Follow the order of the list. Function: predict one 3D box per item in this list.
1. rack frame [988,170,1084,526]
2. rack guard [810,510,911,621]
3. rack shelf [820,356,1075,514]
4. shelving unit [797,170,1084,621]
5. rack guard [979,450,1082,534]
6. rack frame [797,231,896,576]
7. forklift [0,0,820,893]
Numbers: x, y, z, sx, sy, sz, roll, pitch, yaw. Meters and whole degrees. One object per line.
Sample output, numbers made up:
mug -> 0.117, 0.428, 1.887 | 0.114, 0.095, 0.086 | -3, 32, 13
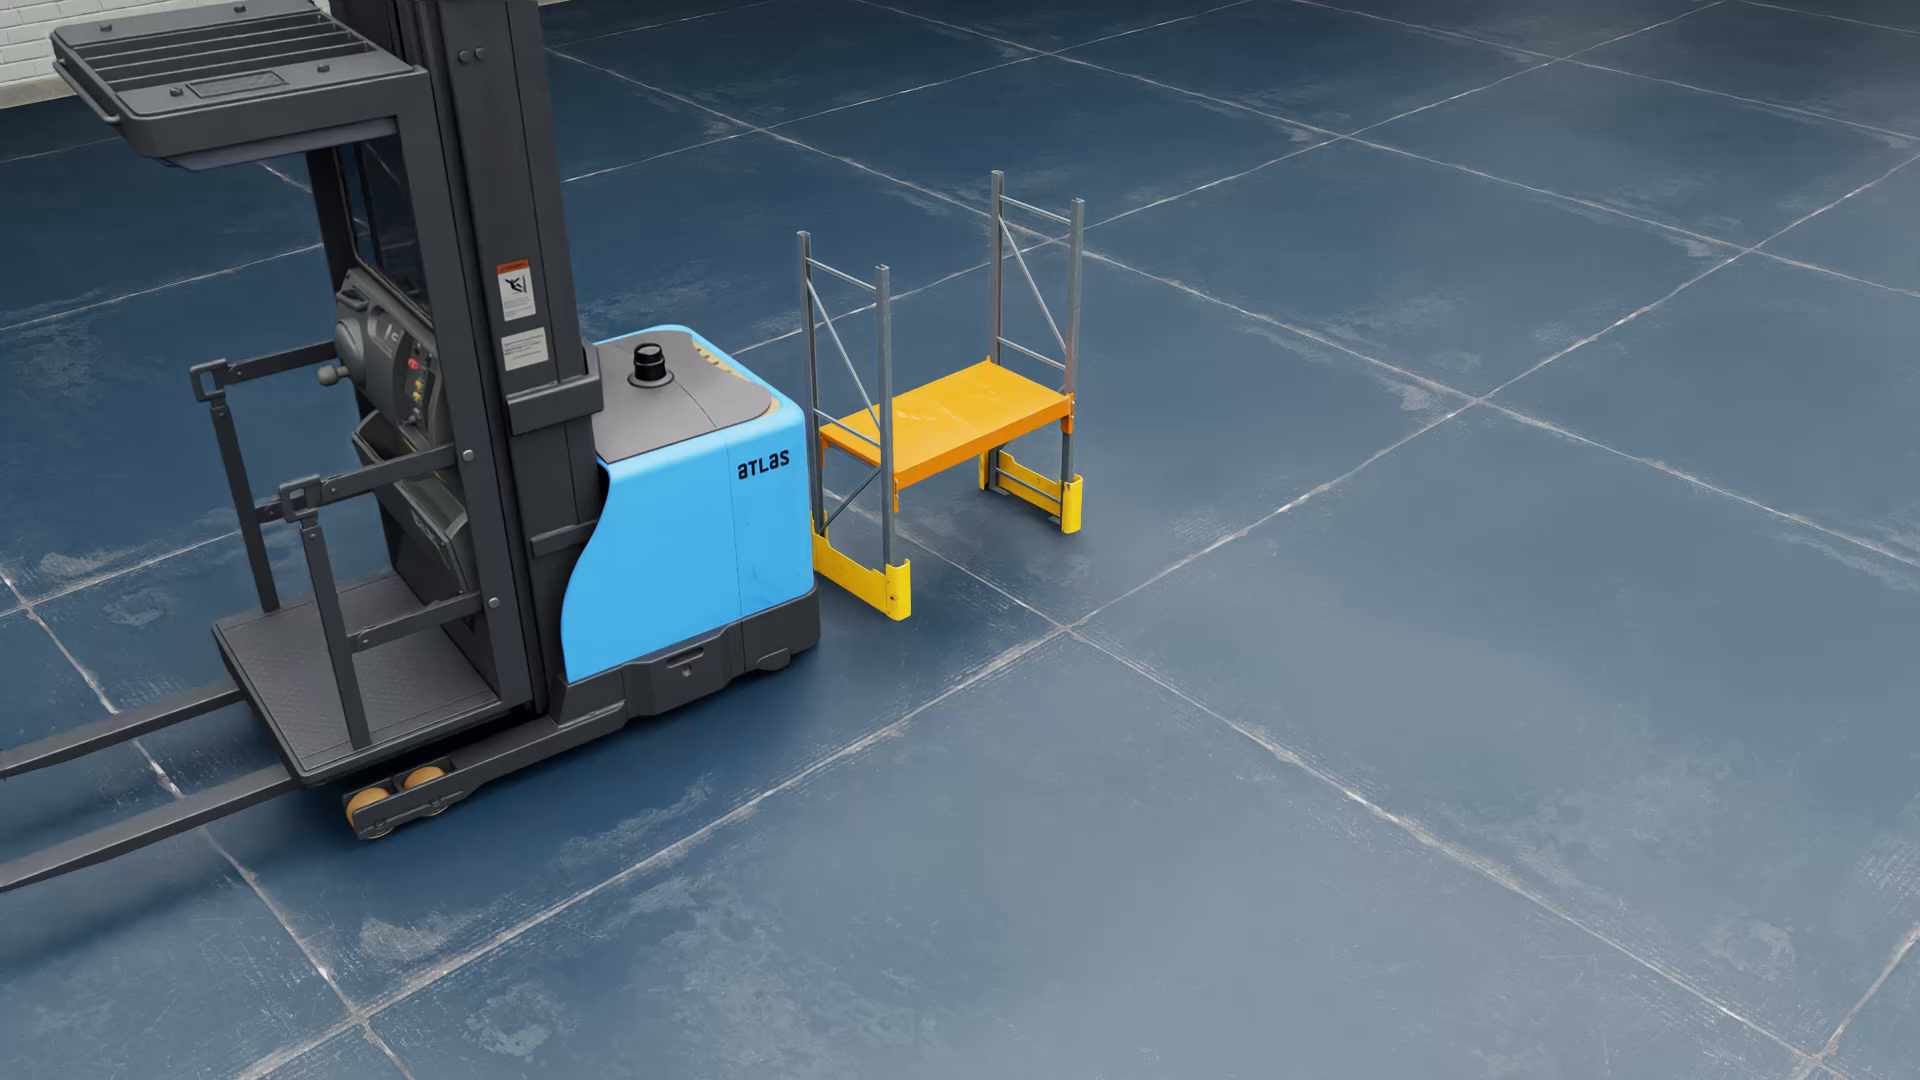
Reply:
rack frame -> 0.310, -0.790, 7.104 | 0.032, 1.500, 0.500 | -26, 40, -35
rack guard -> -0.421, 0.097, 6.852 | 0.087, 0.250, 0.587 | -26, 40, -35
rack shelf -> -0.063, -0.456, 6.903 | 1.000, 0.185, 0.538 | -26, 40, -35
shelving unit -> -0.056, -0.613, 6.815 | 1.083, 1.500, 0.587 | -26, 40, -35
rack guard -> 0.309, -0.256, 7.429 | 0.087, 0.250, 0.587 | -26, 40, -35
rack frame -> -0.435, -0.429, 6.514 | 0.032, 1.500, 0.500 | -26, 40, -35
forklift -> -2.038, -0.559, 5.355 | 3.031, 2.935, 1.130 | -21, 37, -30
